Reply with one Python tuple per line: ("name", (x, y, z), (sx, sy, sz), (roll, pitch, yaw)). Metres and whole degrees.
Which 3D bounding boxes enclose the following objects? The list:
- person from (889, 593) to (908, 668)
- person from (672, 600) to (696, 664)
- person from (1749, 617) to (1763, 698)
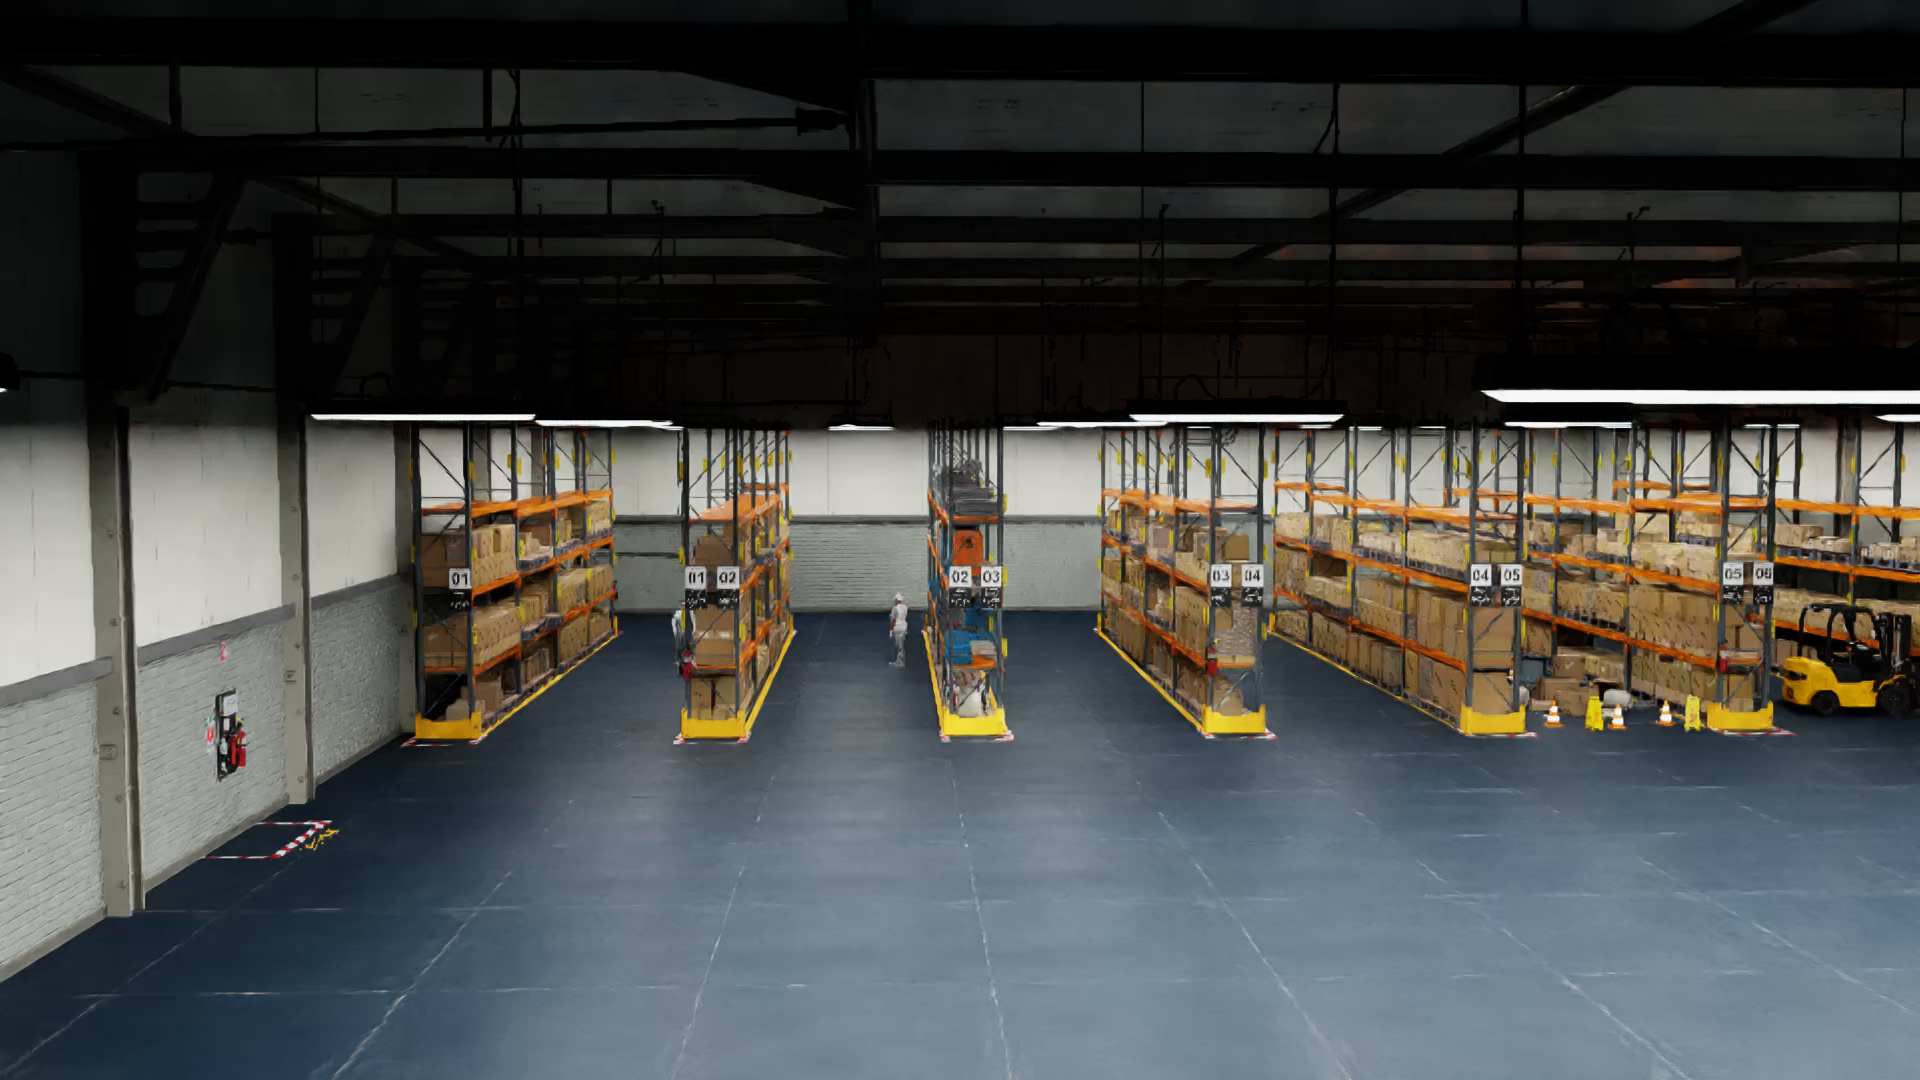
("person", (-1.506, 2.181, 40.406), (0.577, 1.783, 0.662), (2, 4, 27))
("person", (-6.747, 2.257, 40.753), (0.639, 1.632, 0.506), (0, 4, -4))
("person", (17.080, 2.520, 35.746), (0.492, 1.722, 0.588), (2, 4, 27))
